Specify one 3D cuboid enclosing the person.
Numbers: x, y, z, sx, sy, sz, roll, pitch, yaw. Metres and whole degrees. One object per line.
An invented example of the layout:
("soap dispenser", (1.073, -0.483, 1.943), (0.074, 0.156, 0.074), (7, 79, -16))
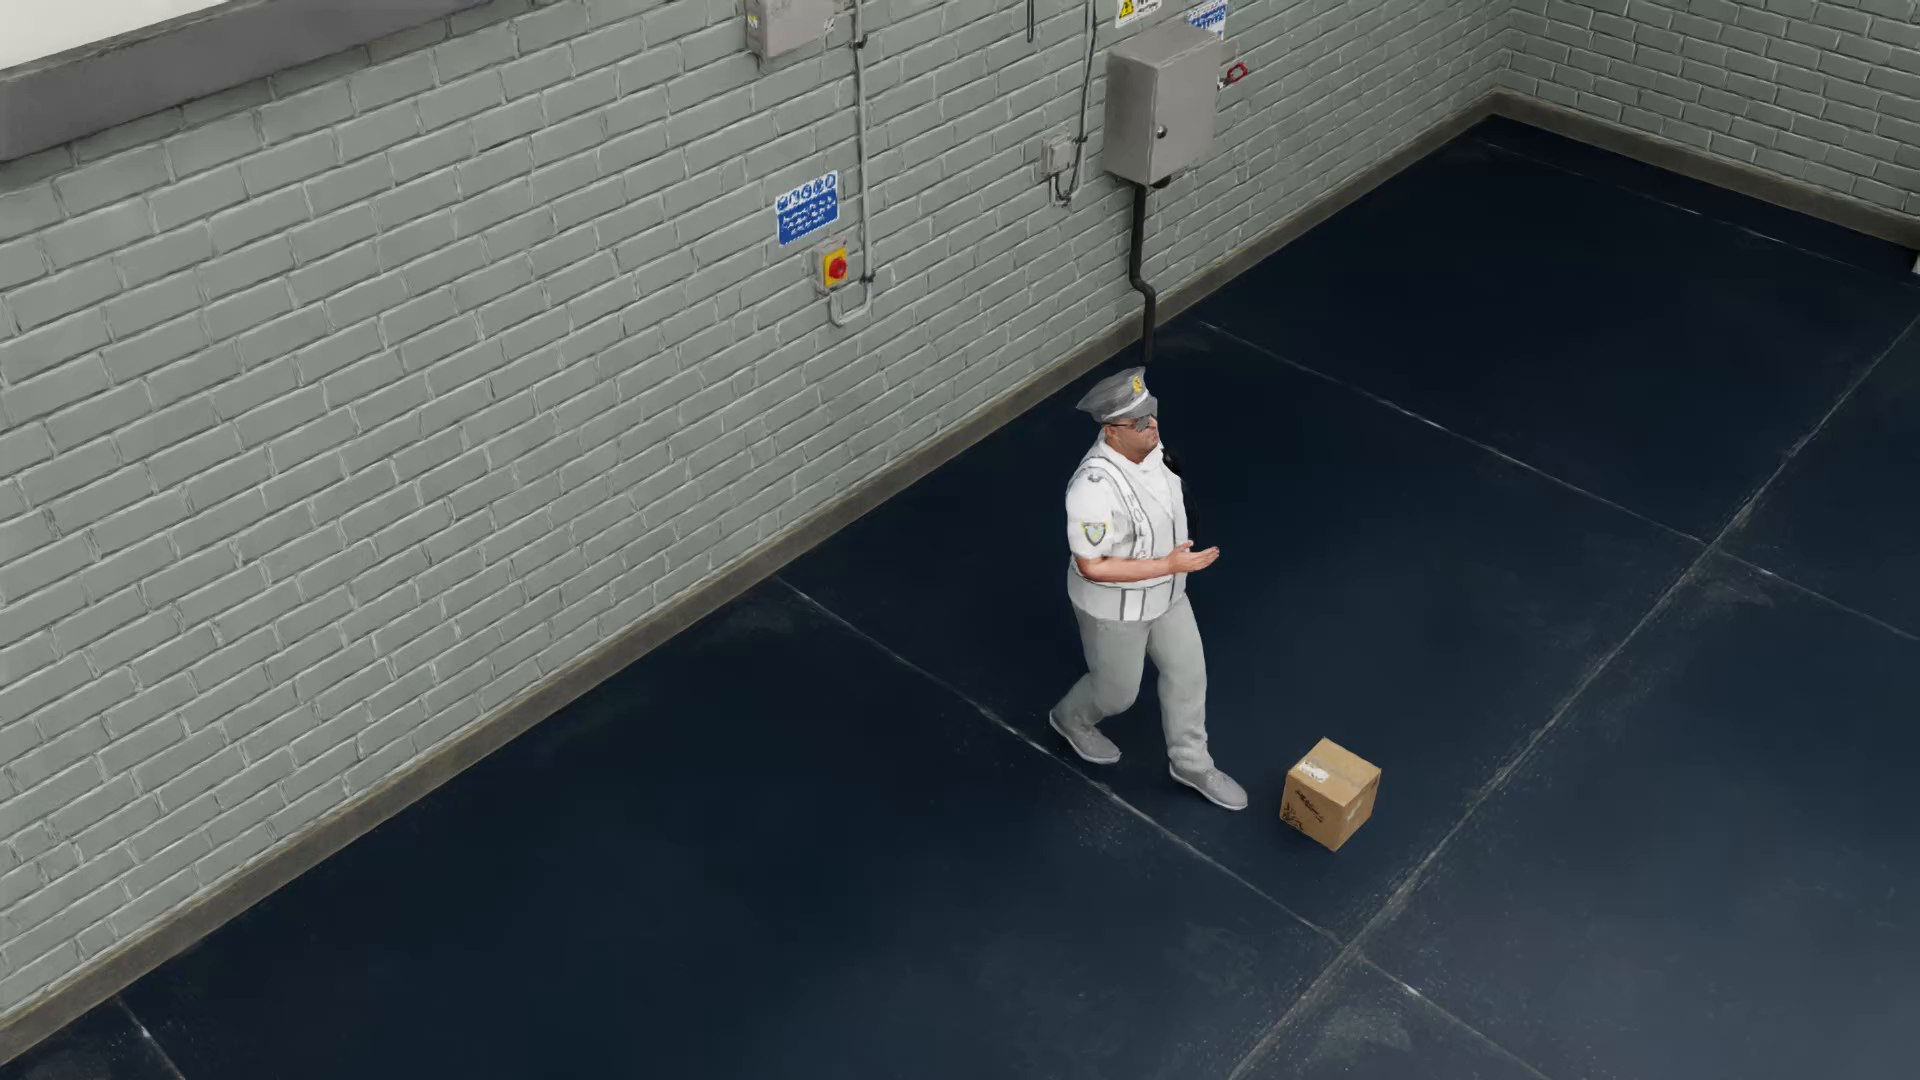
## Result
("person", (0.678, 0.210, 5.878), (0.858, 1.775, 0.621), (29, 47, 31))
